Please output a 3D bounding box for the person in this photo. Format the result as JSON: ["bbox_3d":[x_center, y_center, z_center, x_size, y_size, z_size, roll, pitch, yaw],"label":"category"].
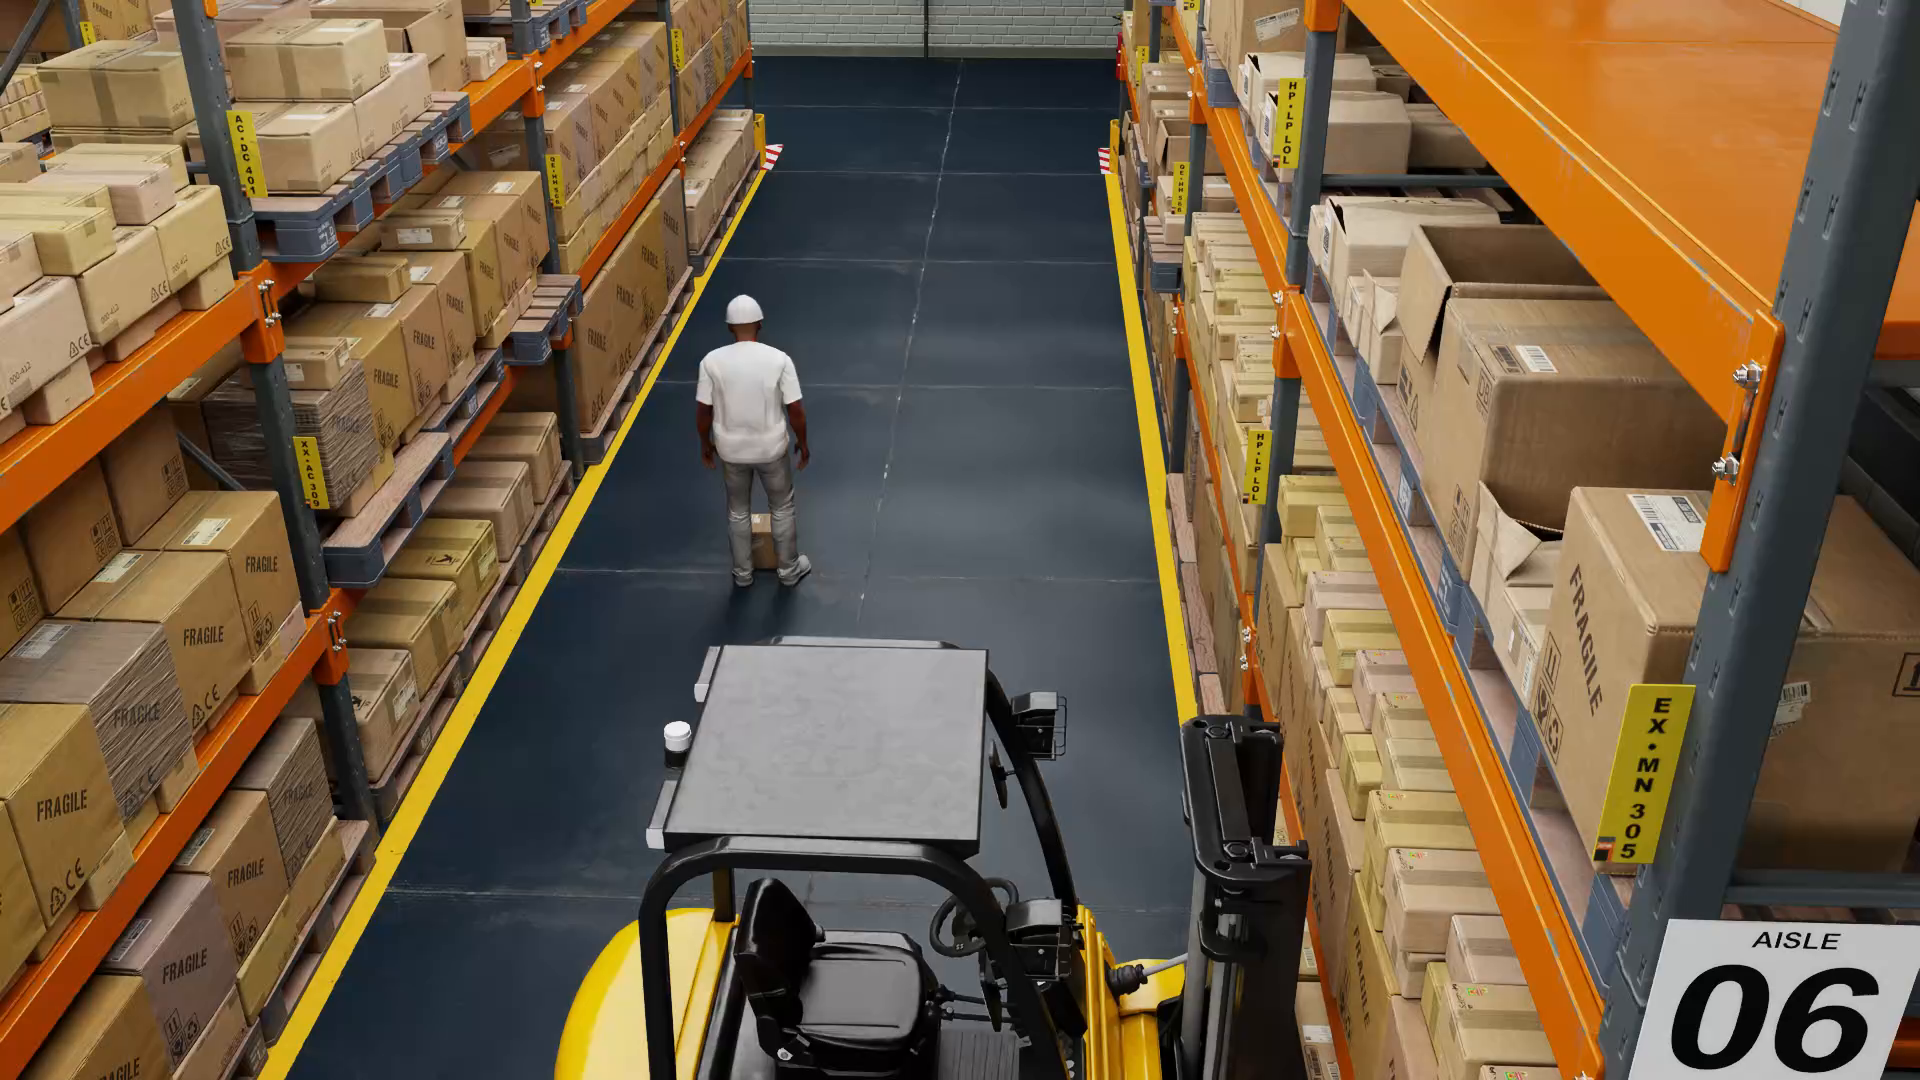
[{"bbox_3d":[-1.193,-0.558,9.659,0.632,1.760,0.463,1,28,1],"label":"person"}]
